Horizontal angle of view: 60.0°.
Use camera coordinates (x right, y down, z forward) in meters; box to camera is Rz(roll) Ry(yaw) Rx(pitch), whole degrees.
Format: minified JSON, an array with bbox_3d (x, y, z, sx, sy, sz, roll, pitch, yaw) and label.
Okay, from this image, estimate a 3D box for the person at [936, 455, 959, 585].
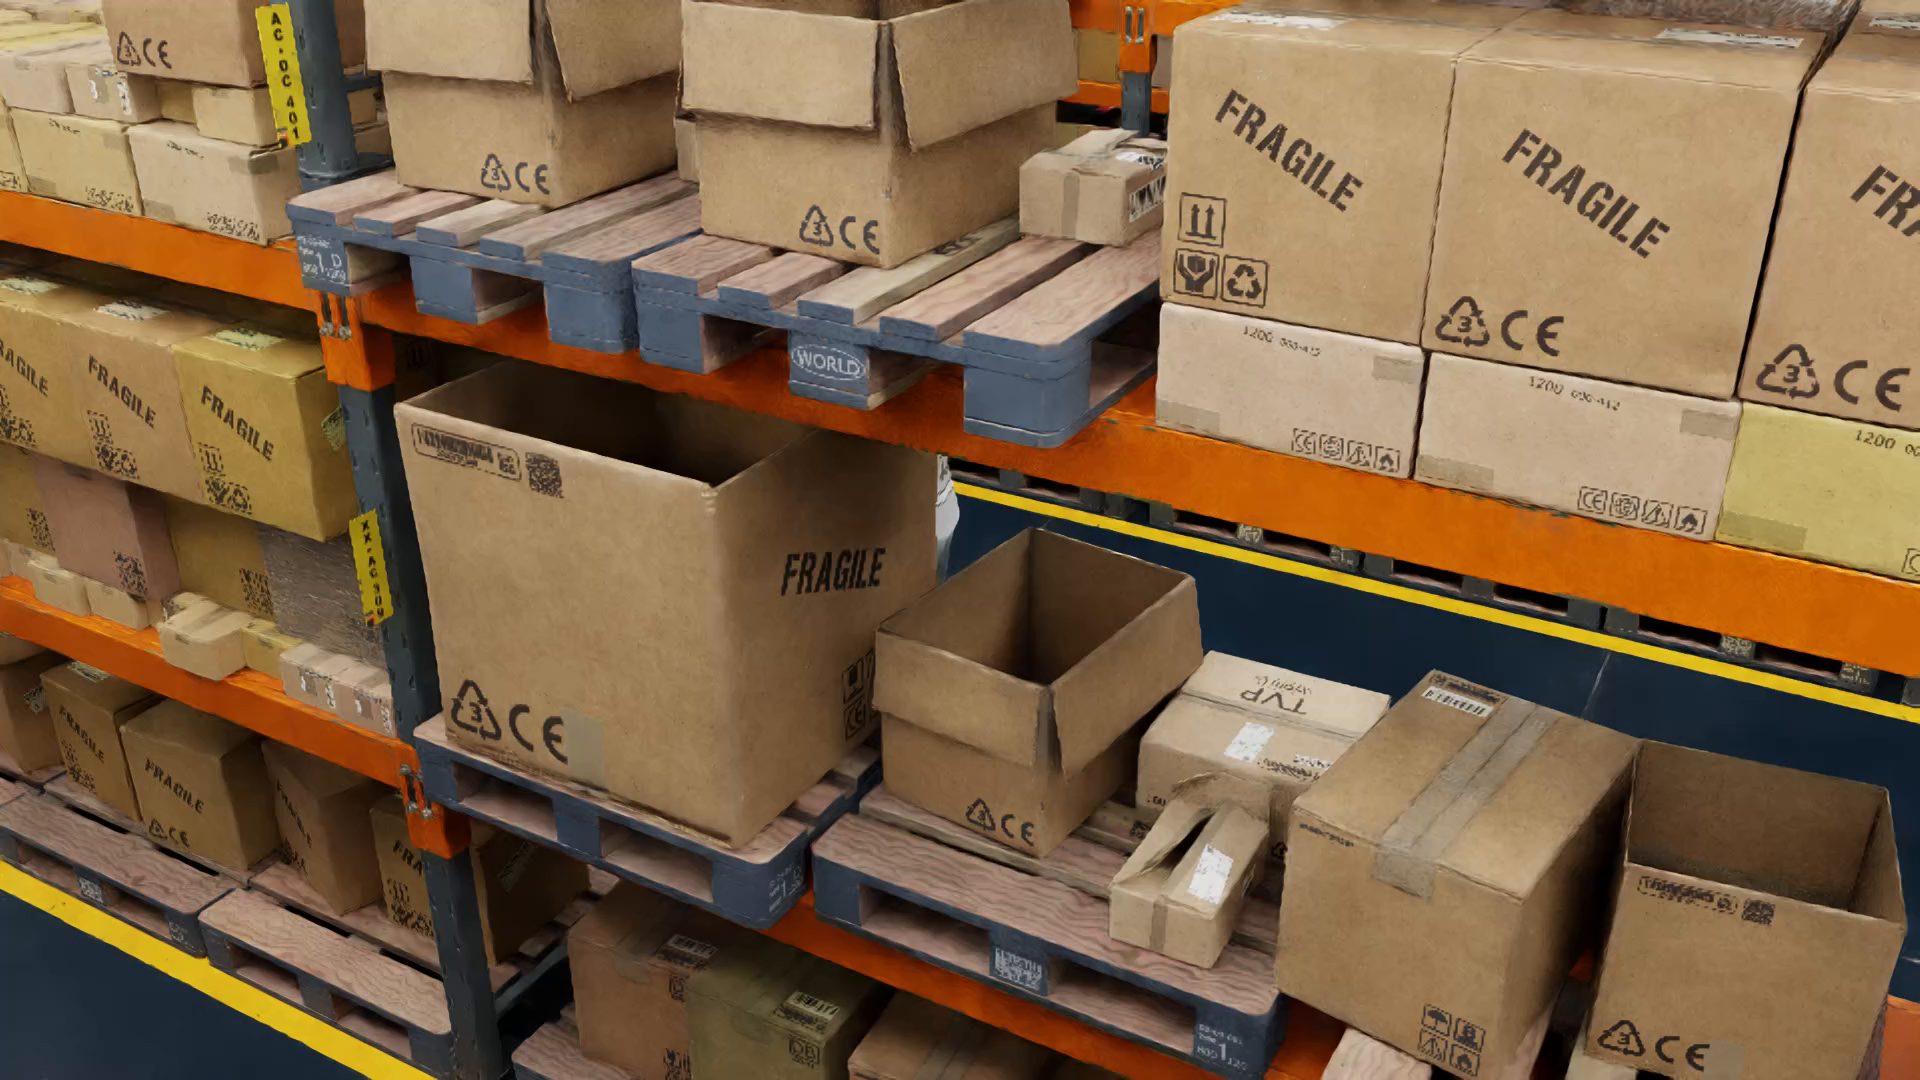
[{"bbox_3d":[-0.259,-0.028,7.131,0.481,1.741,0.689,5,27,10],"label":"person"}]
